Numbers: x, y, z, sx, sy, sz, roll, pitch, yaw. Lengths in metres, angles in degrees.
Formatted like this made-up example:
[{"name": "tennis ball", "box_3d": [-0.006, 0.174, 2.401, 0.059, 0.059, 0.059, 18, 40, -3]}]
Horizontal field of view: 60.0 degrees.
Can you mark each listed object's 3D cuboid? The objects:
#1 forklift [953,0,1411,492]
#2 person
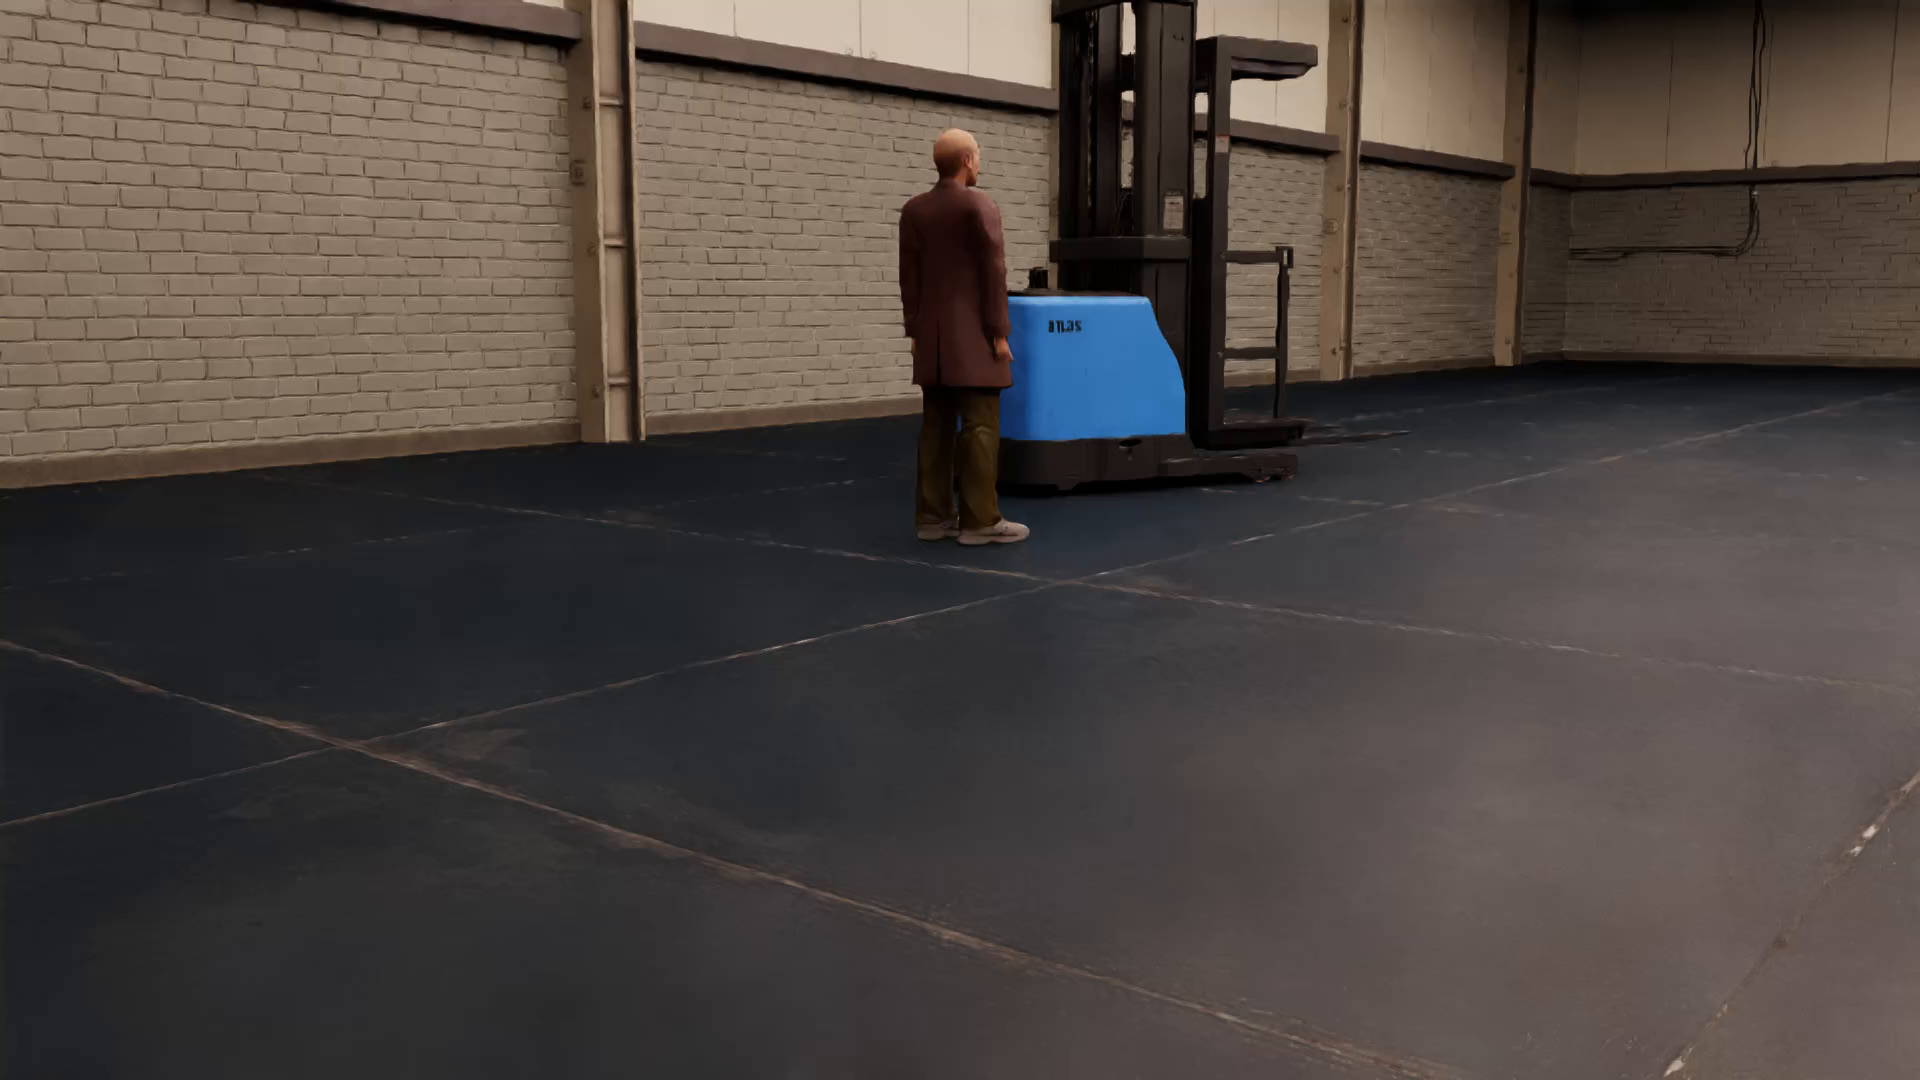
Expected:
[{"name": "forklift", "box_3d": [1.397, -1.845, 9.893, 3.031, 2.935, 1.130, -5, 10, -31]}, {"name": "person", "box_3d": [0.015, -0.886, 7.297, 0.558, 1.783, 0.377, 7, 11, 38]}]
